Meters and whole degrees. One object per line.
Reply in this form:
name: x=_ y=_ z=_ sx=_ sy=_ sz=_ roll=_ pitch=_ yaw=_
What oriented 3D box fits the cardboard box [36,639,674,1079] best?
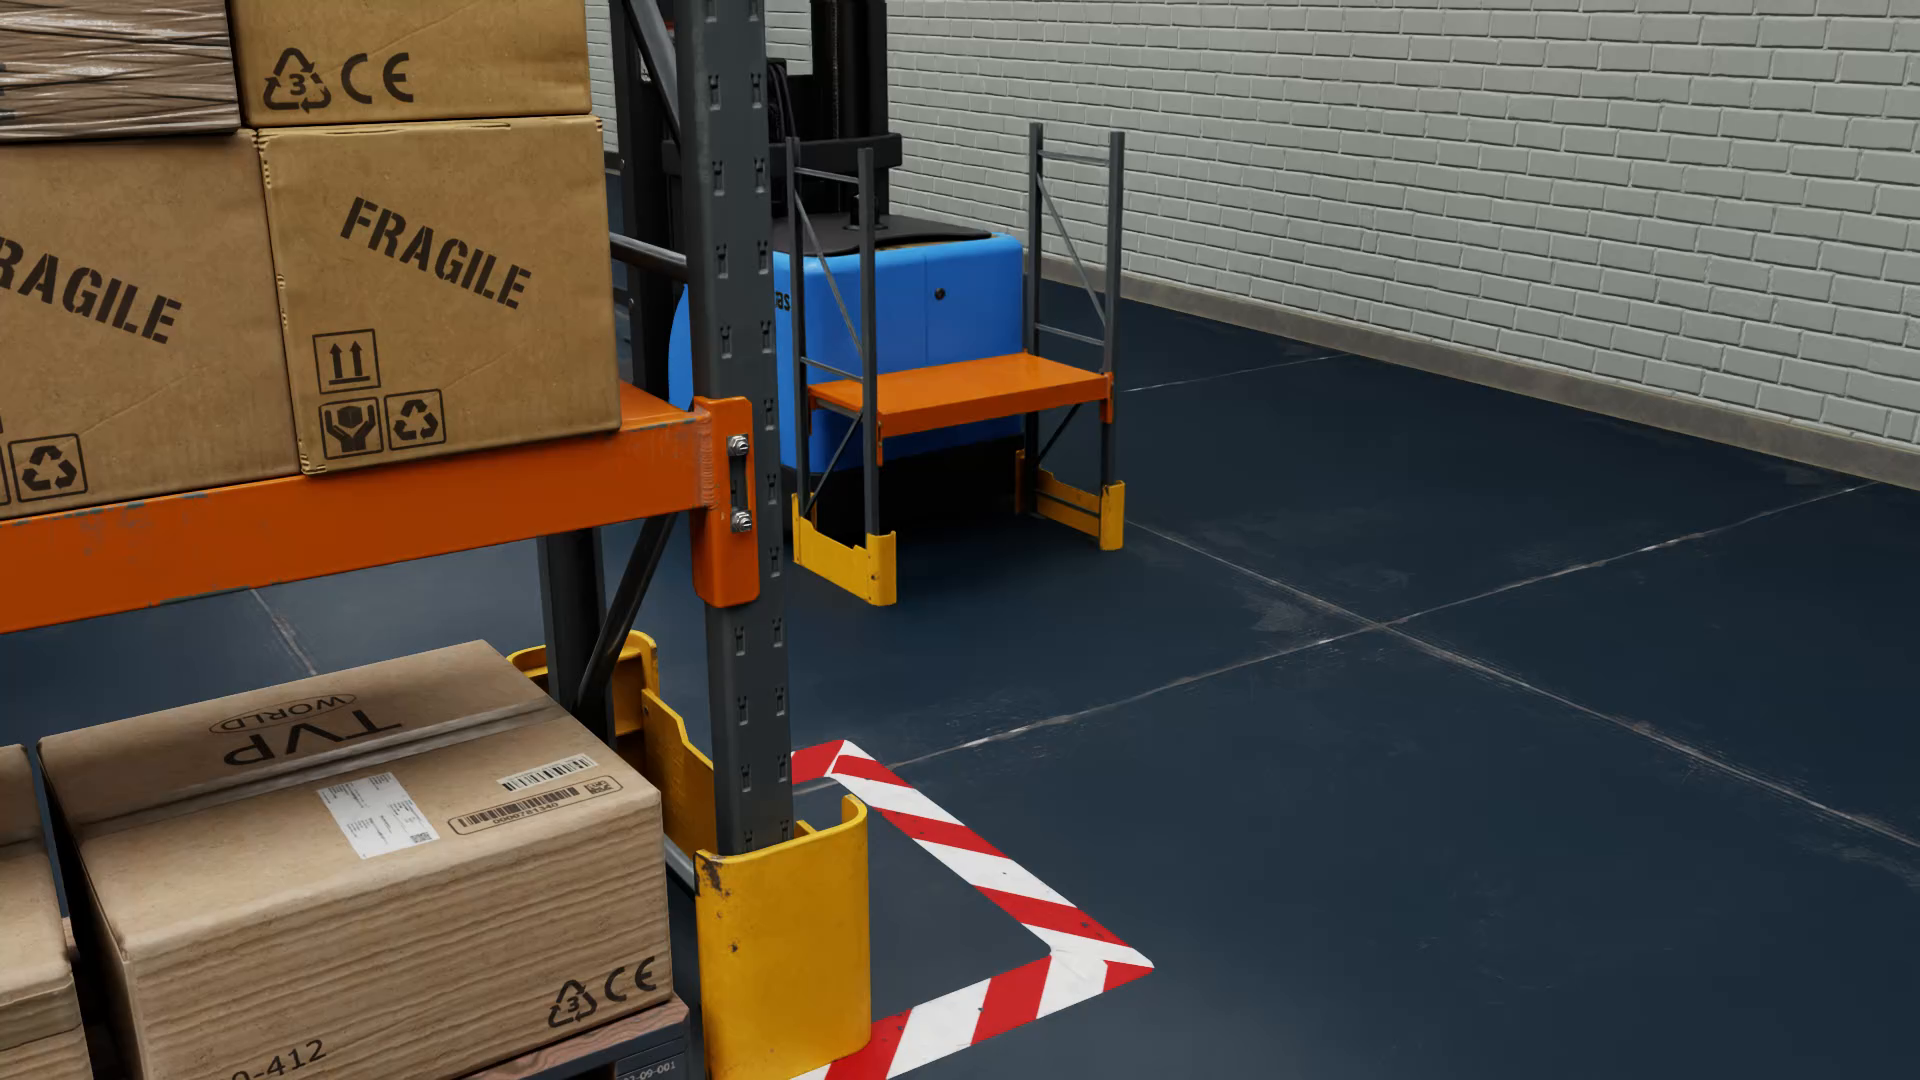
cardboard box: x=-1.133 y=0.611 z=3.099 sx=0.875 sy=0.438 sz=0.875 roll=-13 pitch=23 yaw=-33

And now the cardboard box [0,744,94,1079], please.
cardboard box: x=-1.892 y=0.774 z=2.615 sx=0.875 sy=0.438 sz=0.875 roll=-11 pitch=22 yaw=-30

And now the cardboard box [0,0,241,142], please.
cardboard box: x=-1.329 y=-0.819 z=2.268 sx=0.500 sy=0.500 sz=0.500 roll=-12 pitch=22 yaw=-31

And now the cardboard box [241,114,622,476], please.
cardboard box: x=-0.894 y=-0.438 z=2.702 sx=0.500 sy=0.500 sz=0.500 roll=-12 pitch=22 yaw=-31

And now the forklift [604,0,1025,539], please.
forklift: x=-1.046 y=-1.799 z=6.991 sx=1.130 sy=2.935 sz=3.031 roll=-14 pitch=23 yaw=-36

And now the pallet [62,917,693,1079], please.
pallet: x=-1.261 y=0.936 z=3.147 sx=1.213 sy=0.211 sz=1.003 roll=-12 pitch=22 yaw=-31

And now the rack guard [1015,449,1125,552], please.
rack guard: x=0.409 y=-0.157 z=6.320 sx=0.087 sy=0.250 sz=0.587 roll=-13 pitch=22 yaw=-33

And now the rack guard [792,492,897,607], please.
rack guard: x=-0.407 y=0.025 z=5.779 sx=0.087 sy=0.250 sz=0.587 roll=-13 pitch=22 yaw=-33

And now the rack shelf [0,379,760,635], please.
rack shelf: x=-2.307 y=0.146 z=2.252 sx=4.000 sy=0.370 sz=1.077 roll=-12 pitch=22 yaw=-31

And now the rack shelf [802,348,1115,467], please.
rack shelf: x=-0.007 y=-0.486 z=5.902 sx=1.000 sy=0.185 sz=0.538 roll=-13 pitch=22 yaw=-33

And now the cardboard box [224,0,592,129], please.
cardboard box: x=-0.908 y=-0.919 z=2.563 sx=0.500 sy=0.500 sz=0.500 roll=-11 pitch=22 yaw=-30

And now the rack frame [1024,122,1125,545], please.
rack frame: x=0.410 y=-0.750 z=6.121 sx=0.032 sy=1.500 sz=0.500 roll=-13 pitch=22 yaw=-33

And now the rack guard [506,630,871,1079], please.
rack guard: x=-0.616 y=0.633 z=3.592 sx=0.348 sy=0.500 sz=1.175 roll=-12 pitch=22 yaw=-31

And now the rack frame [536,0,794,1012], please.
rack frame: x=-0.636 y=-0.547 z=3.179 sx=0.127 sy=3.000 sz=1.000 roll=-12 pitch=22 yaw=-31

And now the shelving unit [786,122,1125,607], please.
shelving unit: x=0.001 y=-0.658 z=5.850 sx=1.083 sy=1.500 sz=0.587 roll=-13 pitch=22 yaw=-33

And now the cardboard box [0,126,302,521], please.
cardboard box: x=-1.321 y=-0.354 z=2.453 sx=0.500 sy=0.500 sz=0.500 roll=-12 pitch=22 yaw=-33

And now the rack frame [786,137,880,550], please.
rack frame: x=-0.423 y=-0.563 z=5.568 sx=0.032 sy=1.500 sz=0.500 roll=-13 pitch=22 yaw=-33
